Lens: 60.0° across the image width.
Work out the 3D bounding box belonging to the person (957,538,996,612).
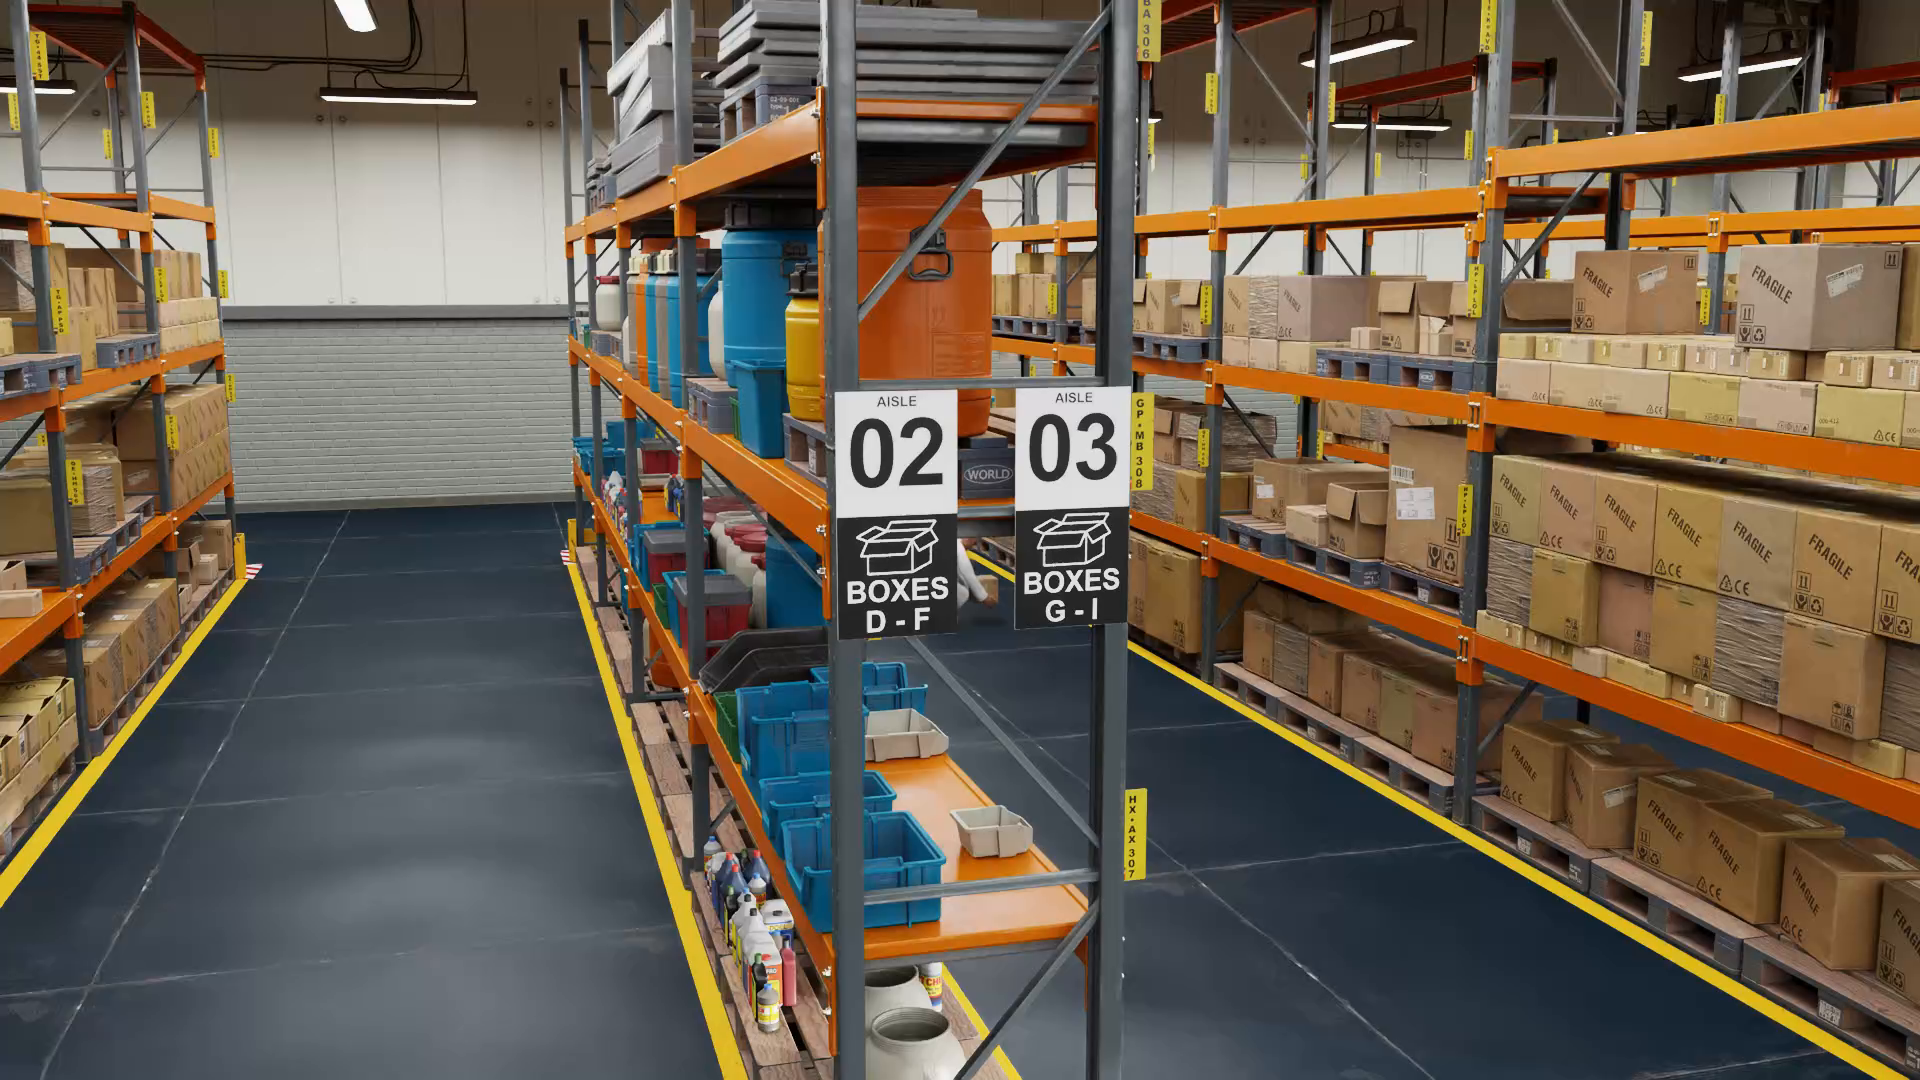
[{"bbox_3d":[-0.103,0.370,17.157,0.911,0.979,0.599,-3,9,-16],"label":"person"}]
